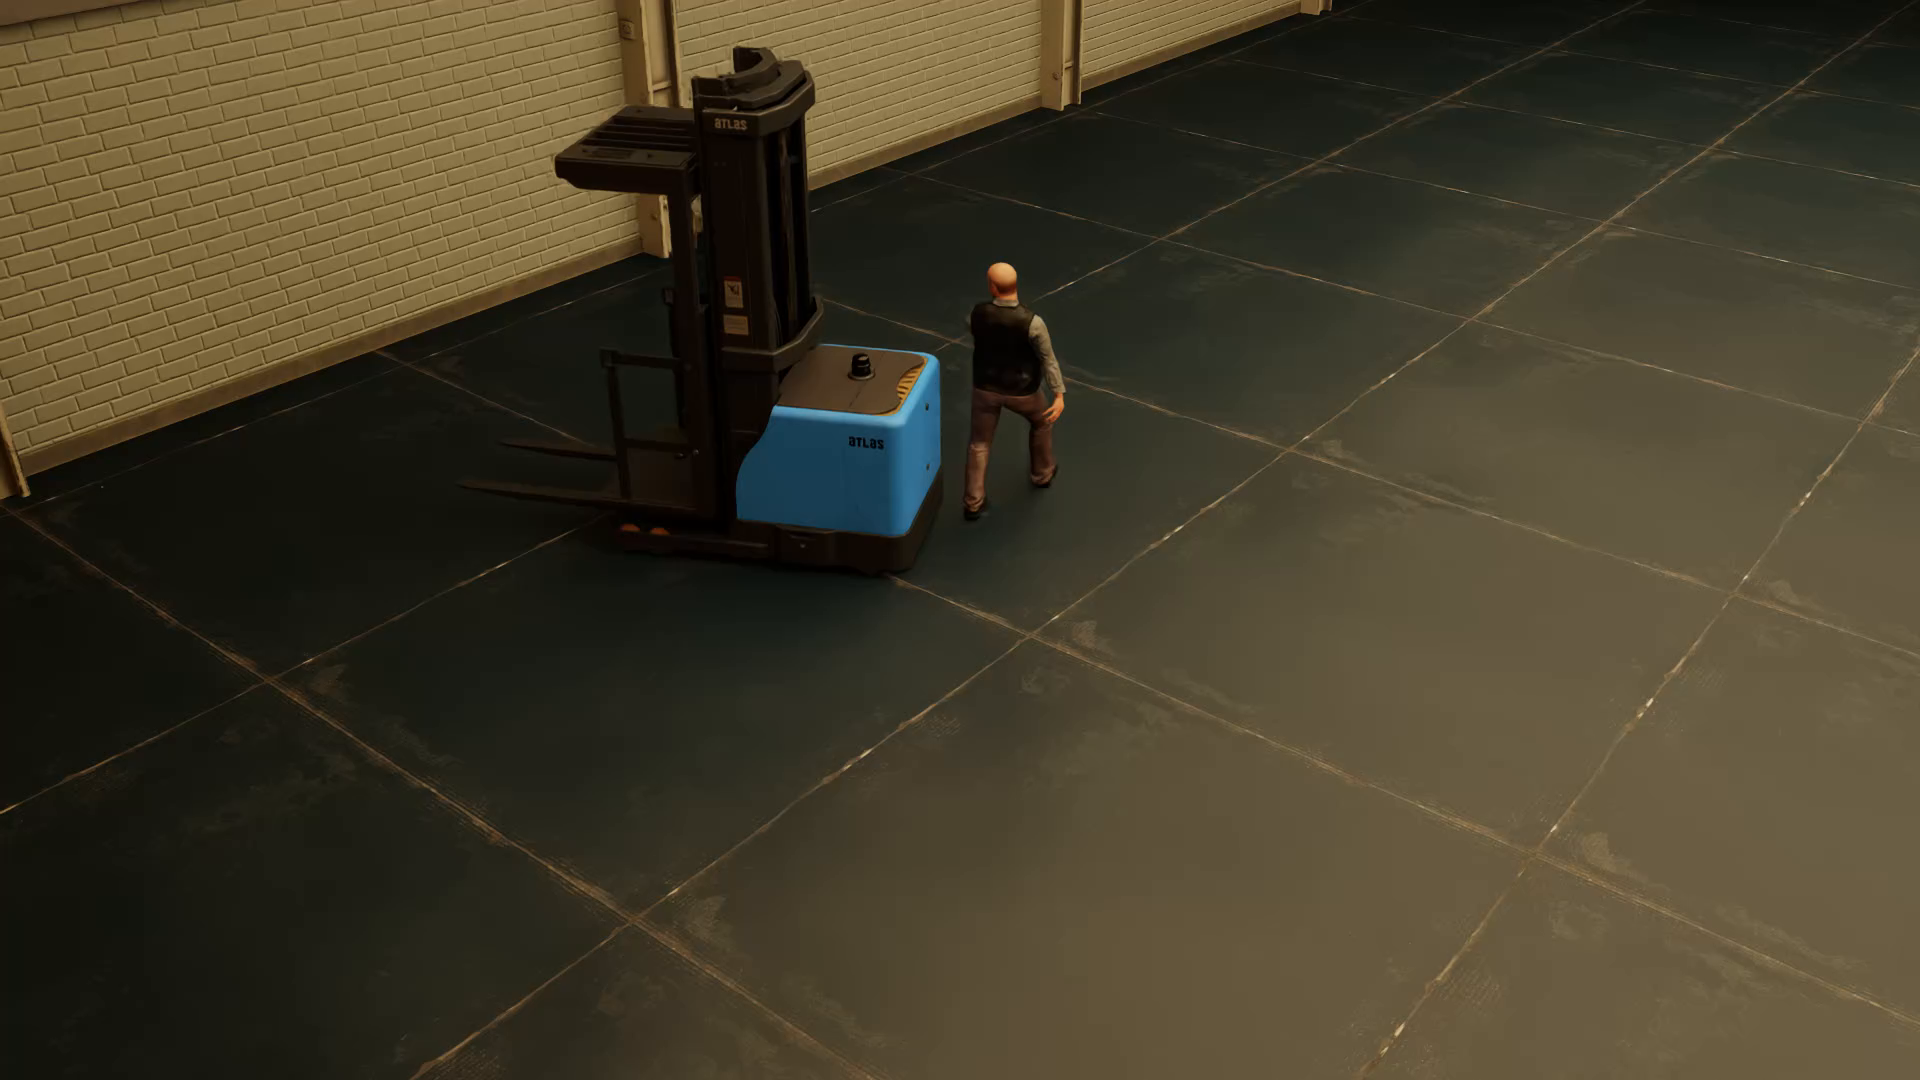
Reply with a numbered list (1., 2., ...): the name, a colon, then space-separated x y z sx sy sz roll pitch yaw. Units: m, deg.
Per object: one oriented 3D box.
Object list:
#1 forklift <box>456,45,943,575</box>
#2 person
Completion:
1. forklift: -1.684 -1.427 10.037 3.031 2.935 1.130 6 31 11
2. person: 0.368 -0.983 10.574 0.670 1.656 0.866 8 31 13
